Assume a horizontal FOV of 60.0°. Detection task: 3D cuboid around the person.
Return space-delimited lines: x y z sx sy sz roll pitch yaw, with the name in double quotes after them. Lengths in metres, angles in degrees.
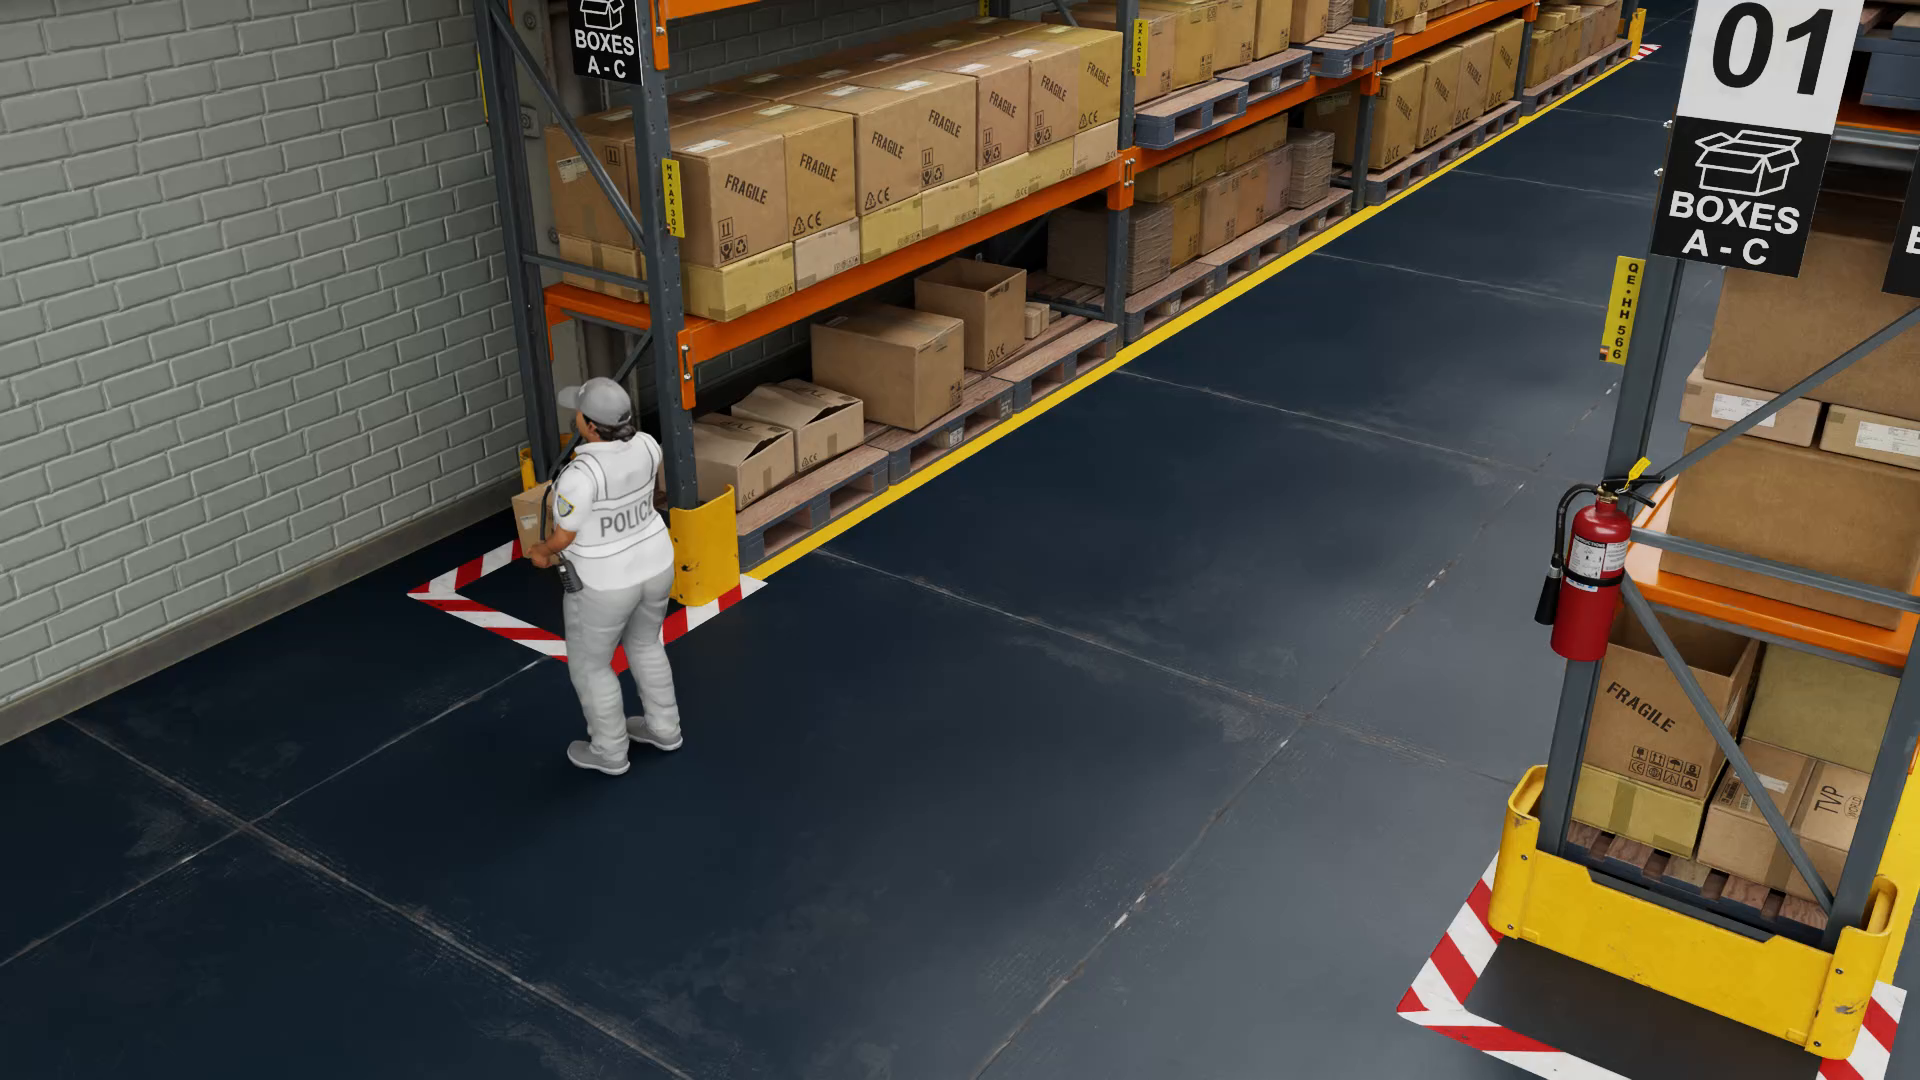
-1.374 0.127 6.374 0.536 1.655 0.454 17 32 30 "person"
